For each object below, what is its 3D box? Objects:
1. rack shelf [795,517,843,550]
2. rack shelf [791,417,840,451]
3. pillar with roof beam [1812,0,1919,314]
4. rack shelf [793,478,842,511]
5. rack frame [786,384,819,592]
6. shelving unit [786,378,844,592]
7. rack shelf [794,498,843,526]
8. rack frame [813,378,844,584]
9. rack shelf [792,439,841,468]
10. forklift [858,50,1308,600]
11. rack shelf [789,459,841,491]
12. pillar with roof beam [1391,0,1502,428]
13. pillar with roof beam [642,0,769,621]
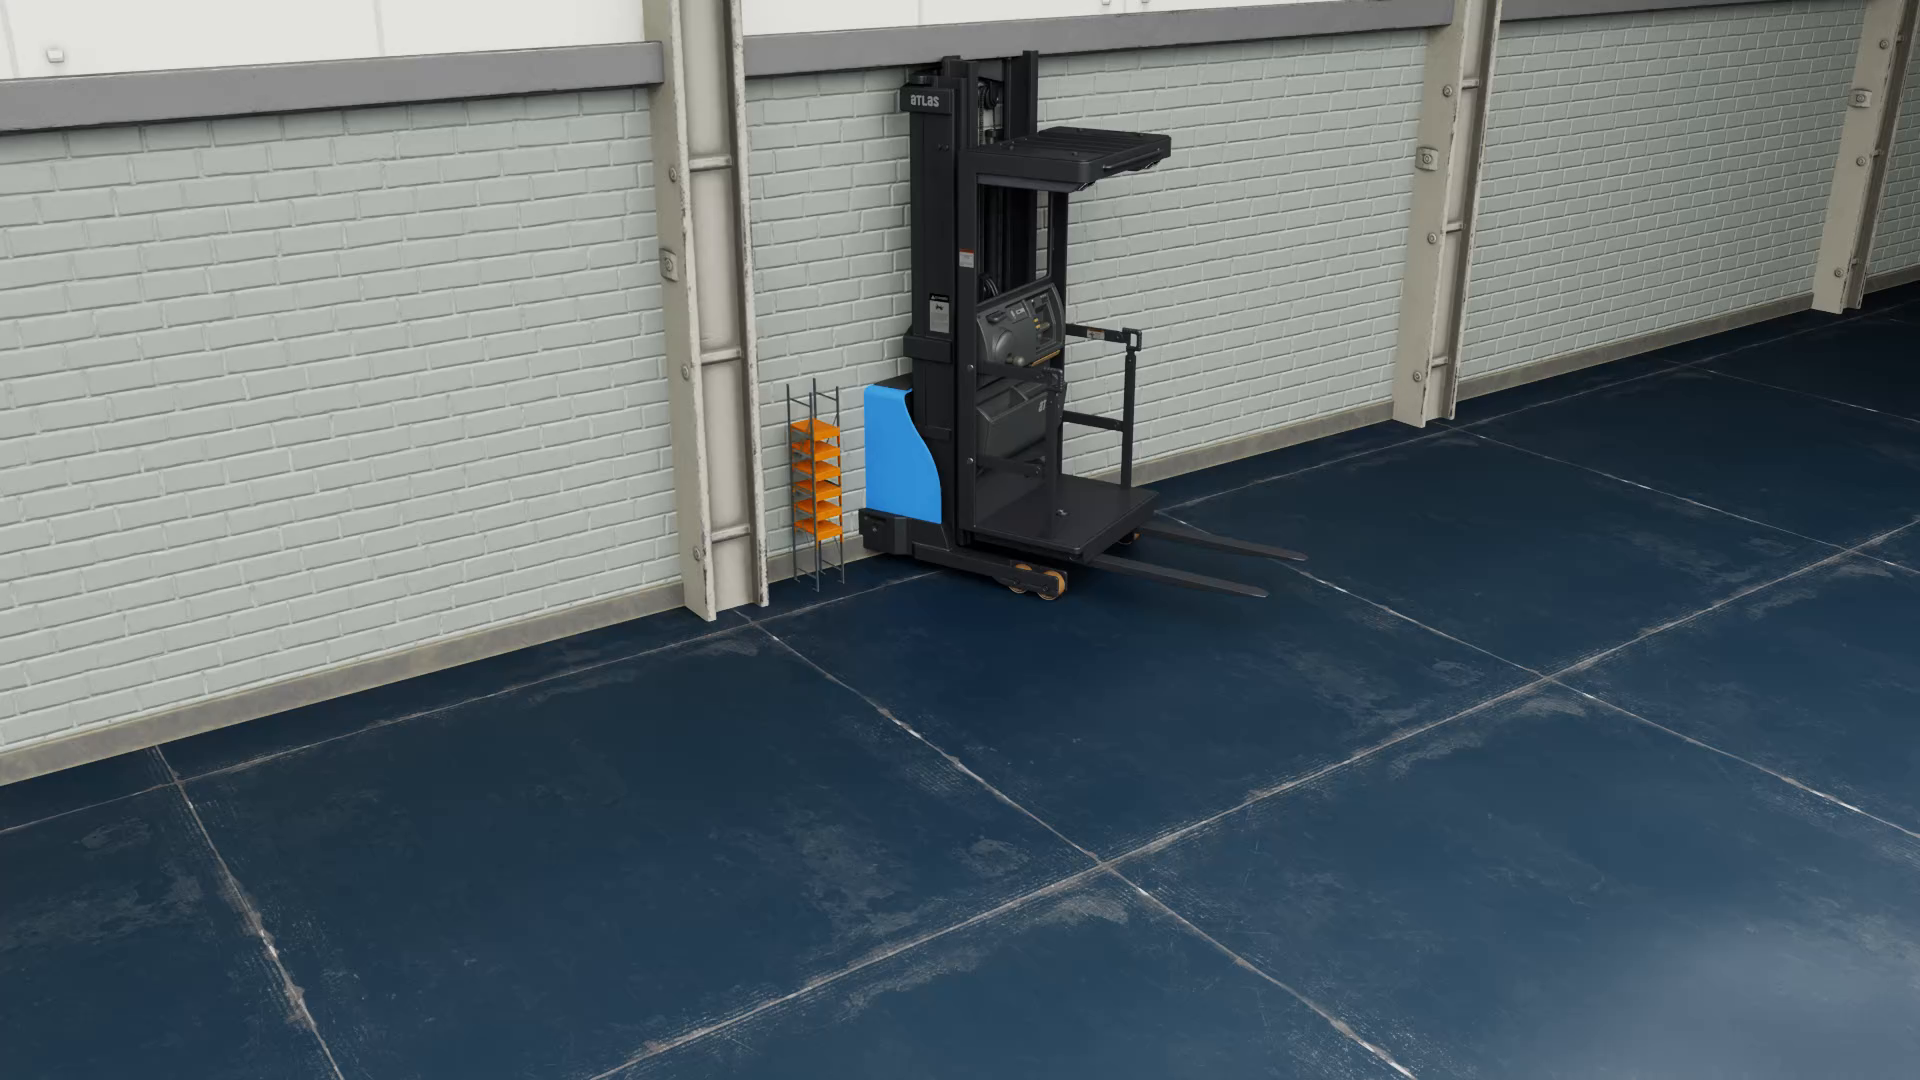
[{"bbox_3d":[-0.829,-0.048,9.664,0.180,0.103,0.258,-18,28,-37],"label":"rack shelf"},{"bbox_3d":[-0.829,-0.605,9.442,0.180,0.103,0.258,-18,28,-37],"label":"rack shelf"},{"bbox_3d":[10.921,-5.116,11.077,0.400,9.000,9.100,-15,26,-33],"label":"pillar with roof beam"},{"bbox_3d":[-0.829,-0.271,9.575,0.180,0.103,0.258,-18,28,-37],"label":"rack shelf"},{"bbox_3d":[-0.898,-0.290,9.504,0.006,1.200,0.240,-18,28,-37],"label":"rack frame"},{"bbox_3d":[-0.829,-0.312,9.559,0.189,1.200,0.258,-18,28,-37],"label":"shelving unit"},{"bbox_3d":[-0.829,-0.159,9.620,0.180,0.103,0.258,-18,28,-37],"label":"rack shelf"},{"bbox_3d":[-0.759,-0.334,9.614,0.006,1.200,0.240,-18,28,-37],"label":"rack frame"},{"bbox_3d":[-0.829,-0.493,9.486,0.180,0.103,0.258,-18,28,-37],"label":"rack shelf"},{"bbox_3d":[0.536,-1.241,9.552,3.031,2.935,1.130,13,25,29],"label":"forklift"},{"bbox_3d":[-0.829,-0.382,9.531,0.180,0.103,0.258,-18,28,-37],"label":"rack shelf"},{"bbox_3d":[6.051,-3.818,7.822,0.400,9.000,9.100,-15,26,-33],"label":"pillar with roof beam"},{"bbox_3d":[1.180,-2.519,4.567,0.400,9.000,9.100,-15,26,-33],"label":"pillar with roof beam"}]
